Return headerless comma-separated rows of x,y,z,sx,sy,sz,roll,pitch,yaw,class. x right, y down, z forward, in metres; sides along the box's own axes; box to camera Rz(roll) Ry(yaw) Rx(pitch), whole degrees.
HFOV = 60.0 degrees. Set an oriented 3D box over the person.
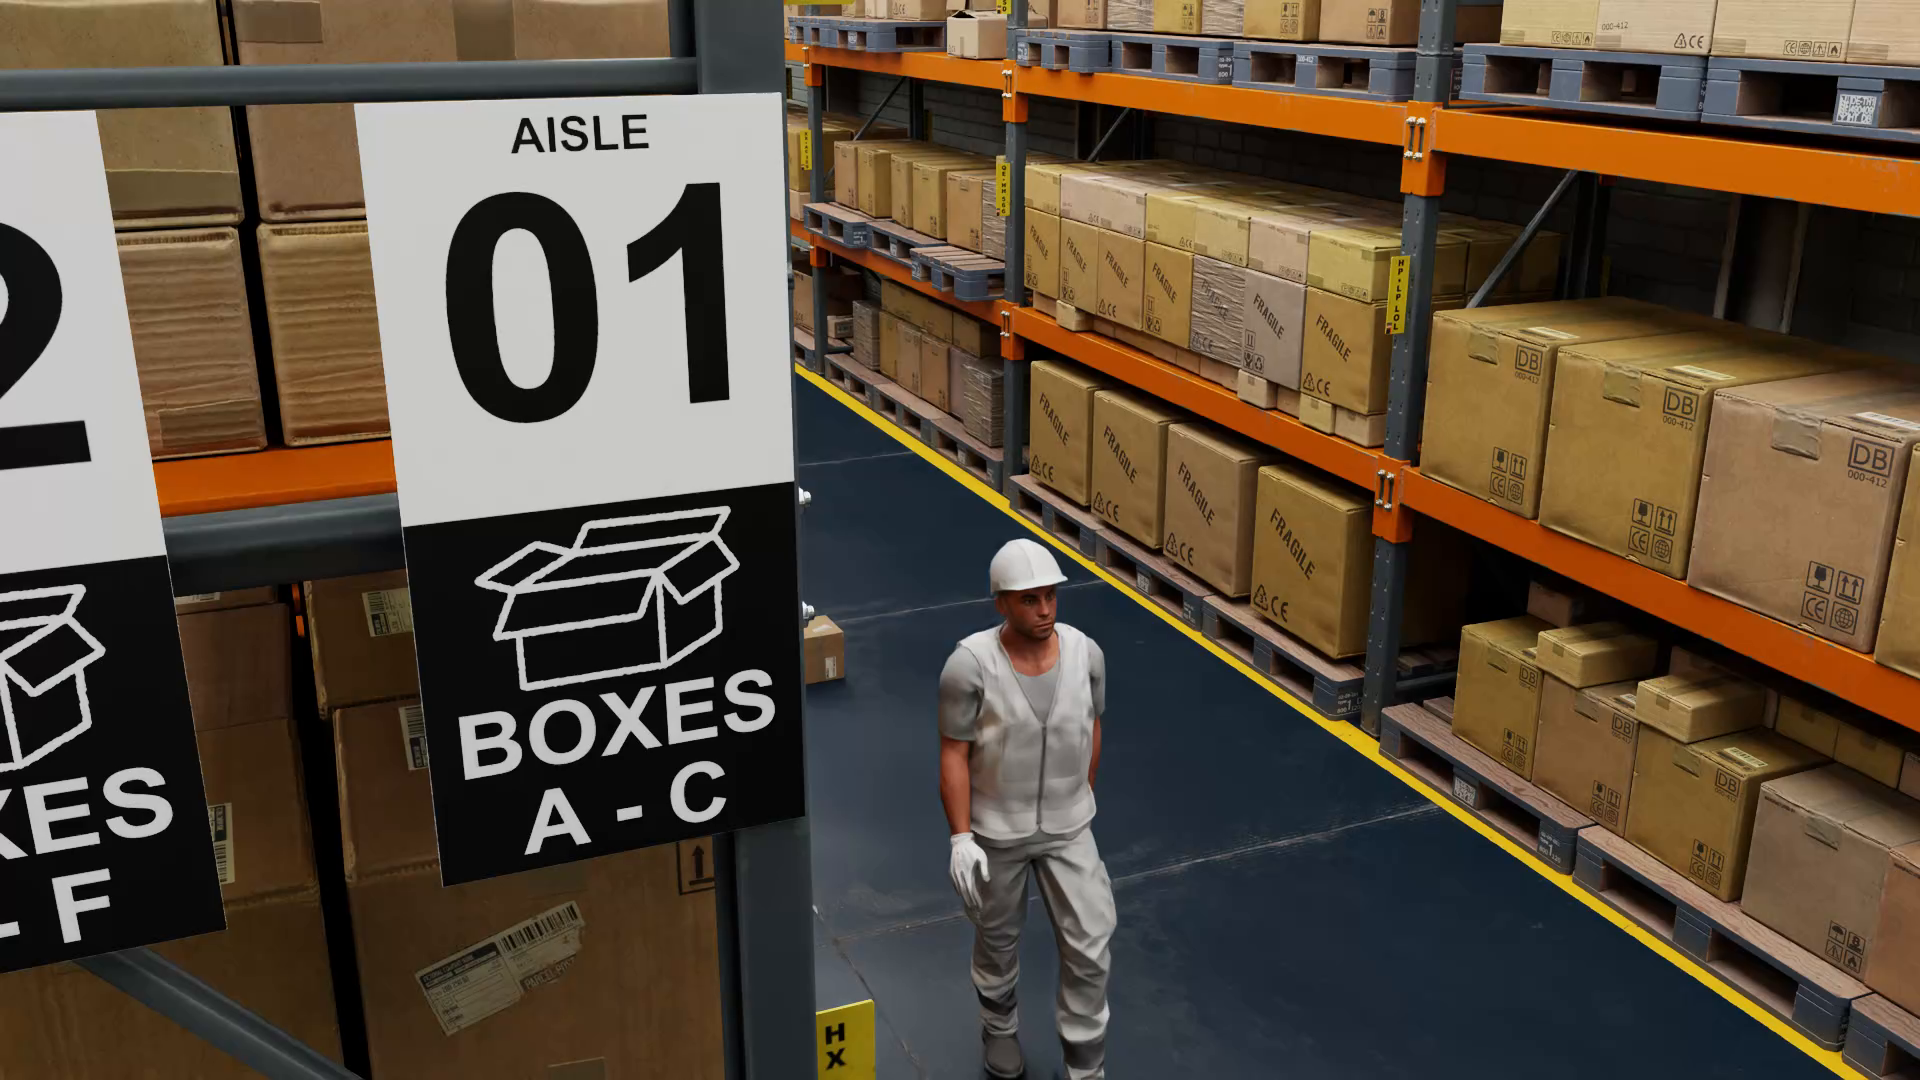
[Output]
0.211,0.903,4.872,0.539,1.833,0.686,-4,19,-13,person
